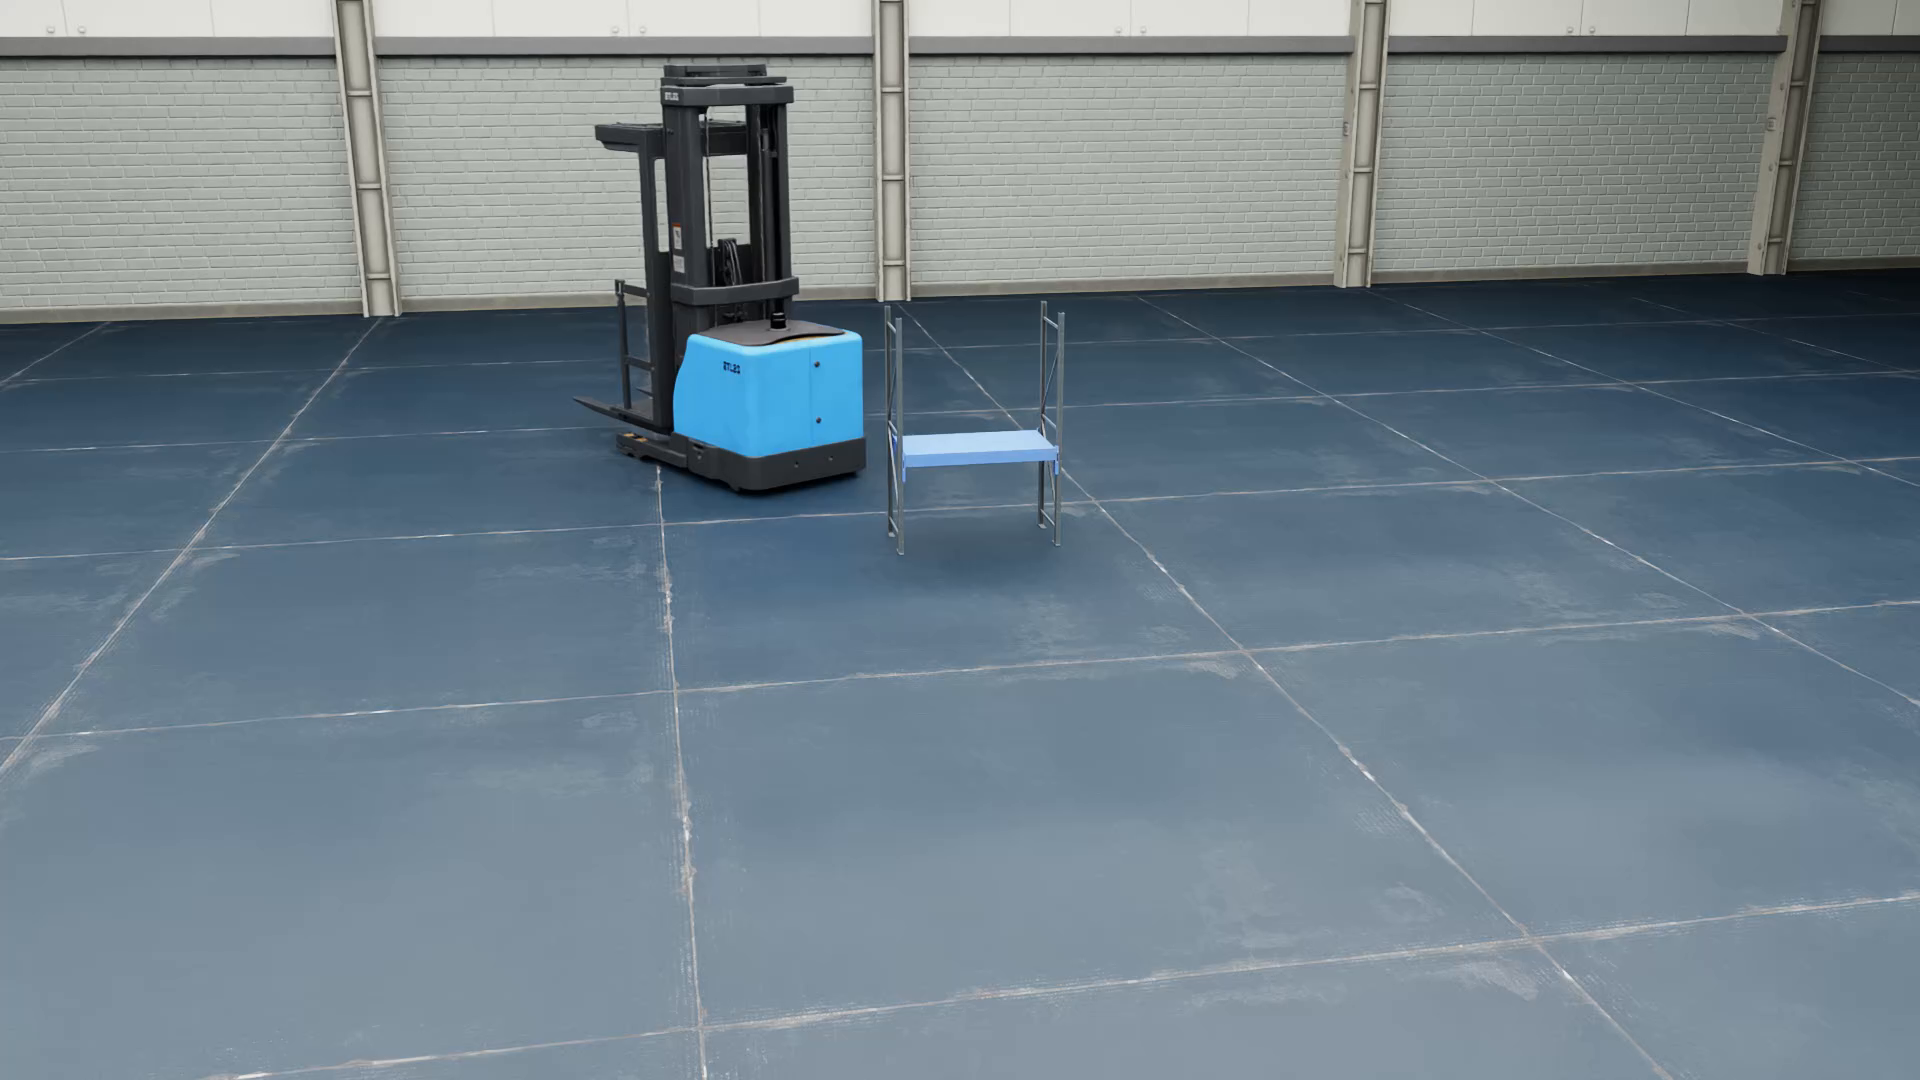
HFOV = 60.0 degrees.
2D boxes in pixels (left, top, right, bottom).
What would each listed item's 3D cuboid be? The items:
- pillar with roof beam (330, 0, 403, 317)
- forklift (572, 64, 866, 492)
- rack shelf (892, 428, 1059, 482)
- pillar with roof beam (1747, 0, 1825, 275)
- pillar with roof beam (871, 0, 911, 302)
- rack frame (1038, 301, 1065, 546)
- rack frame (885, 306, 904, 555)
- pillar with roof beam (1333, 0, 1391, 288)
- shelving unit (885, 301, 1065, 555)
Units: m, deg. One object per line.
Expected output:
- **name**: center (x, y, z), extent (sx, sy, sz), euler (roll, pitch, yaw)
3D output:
- **pillar with roof beam**: center (-5.896, -5.686, 13.997), extent (0.400, 9.000, 9.100), euler (-3, 17, -10)
- **forklift**: center (-2.028, -2.108, 12.682), extent (1.130, 2.935, 3.031), euler (-14, 22, -38)
- **rack shelf**: center (0.084, -0.550, 10.660), extent (1.000, 0.185, 0.538), euler (-3, 17, -10)
- **pillar with roof beam**: center (11.777, -6.689, 17.262), extent (0.400, 9.000, 9.100), euler (-3, 17, -10)
- **pillar with roof beam**: center (-0.005, -6.020, 15.085), extent (0.400, 9.000, 9.100), euler (-3, 17, -10)
- **rack frame**: center (0.583, -0.750, 10.699), extent (0.032, 1.500, 0.500), euler (-3, 17, -10)
- **rack frame**: center (-0.415, -0.693, 10.515), extent (0.032, 1.500, 0.500), euler (-3, 17, -10)
- **pillar with roof beam**: center (5.886, -6.354, 16.174), extent (0.400, 9.000, 9.100), euler (-3, 17, -10)
- **shelving unit**: center (0.084, -0.722, 10.607), extent (1.048, 1.500, 0.538), euler (-3, 17, -10)
